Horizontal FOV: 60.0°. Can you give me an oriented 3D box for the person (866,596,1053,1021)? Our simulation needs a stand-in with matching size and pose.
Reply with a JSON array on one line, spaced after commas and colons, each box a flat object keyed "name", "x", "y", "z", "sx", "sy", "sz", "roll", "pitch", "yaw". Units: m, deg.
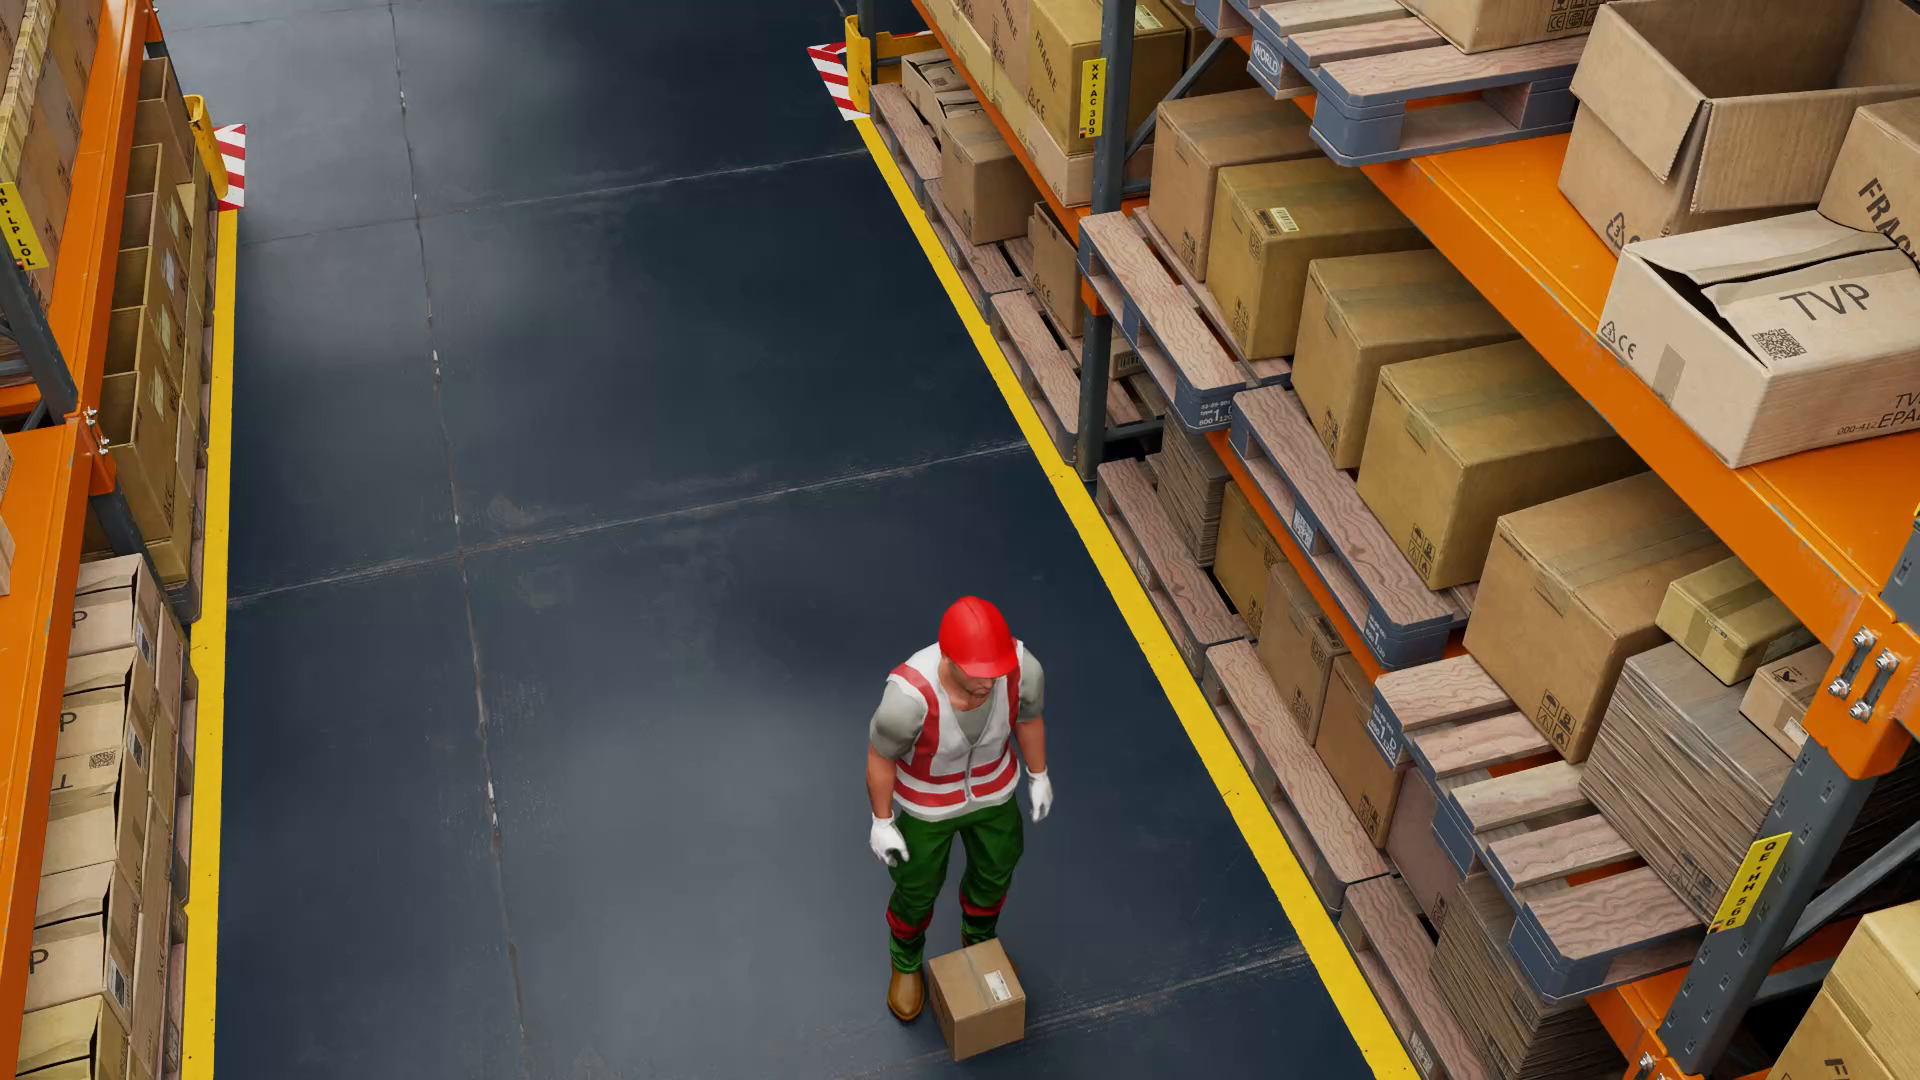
[{"name": "person", "x": 0.003, "y": 0.822, "z": 5.230, "sx": 0.620, "sy": 1.780, "sz": 0.445, "roll": -14, "pitch": 44, "yaw": -15}]
